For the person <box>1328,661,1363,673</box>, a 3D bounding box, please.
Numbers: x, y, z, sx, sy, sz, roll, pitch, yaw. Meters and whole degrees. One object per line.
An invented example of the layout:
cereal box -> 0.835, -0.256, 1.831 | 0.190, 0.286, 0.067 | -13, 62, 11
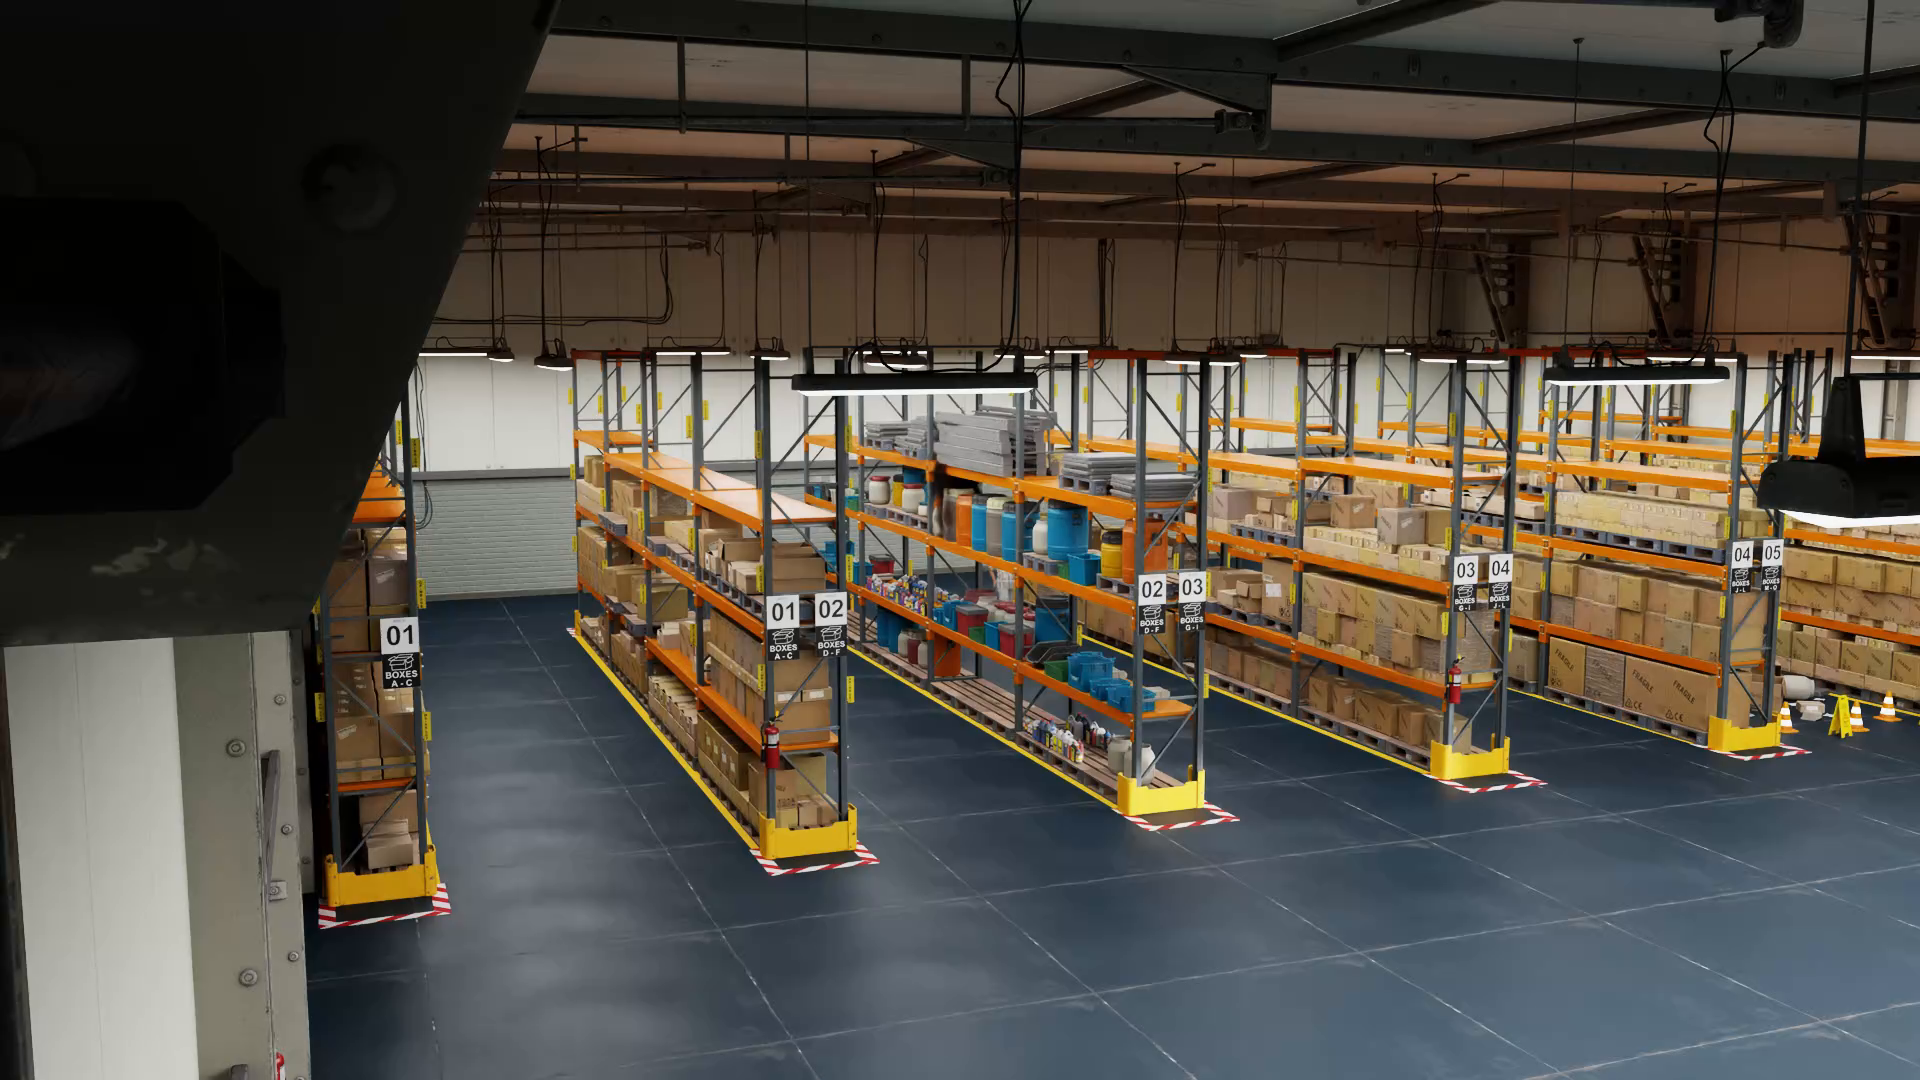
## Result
person -> 7.301, 1.681, 31.467 | 0.651, 1.598, 0.970 | -4, 8, -32

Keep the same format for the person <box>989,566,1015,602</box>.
person -> 1.015, 1.021, 35.718 | 0.640, 1.785, 0.681 | -2, 8, -19
